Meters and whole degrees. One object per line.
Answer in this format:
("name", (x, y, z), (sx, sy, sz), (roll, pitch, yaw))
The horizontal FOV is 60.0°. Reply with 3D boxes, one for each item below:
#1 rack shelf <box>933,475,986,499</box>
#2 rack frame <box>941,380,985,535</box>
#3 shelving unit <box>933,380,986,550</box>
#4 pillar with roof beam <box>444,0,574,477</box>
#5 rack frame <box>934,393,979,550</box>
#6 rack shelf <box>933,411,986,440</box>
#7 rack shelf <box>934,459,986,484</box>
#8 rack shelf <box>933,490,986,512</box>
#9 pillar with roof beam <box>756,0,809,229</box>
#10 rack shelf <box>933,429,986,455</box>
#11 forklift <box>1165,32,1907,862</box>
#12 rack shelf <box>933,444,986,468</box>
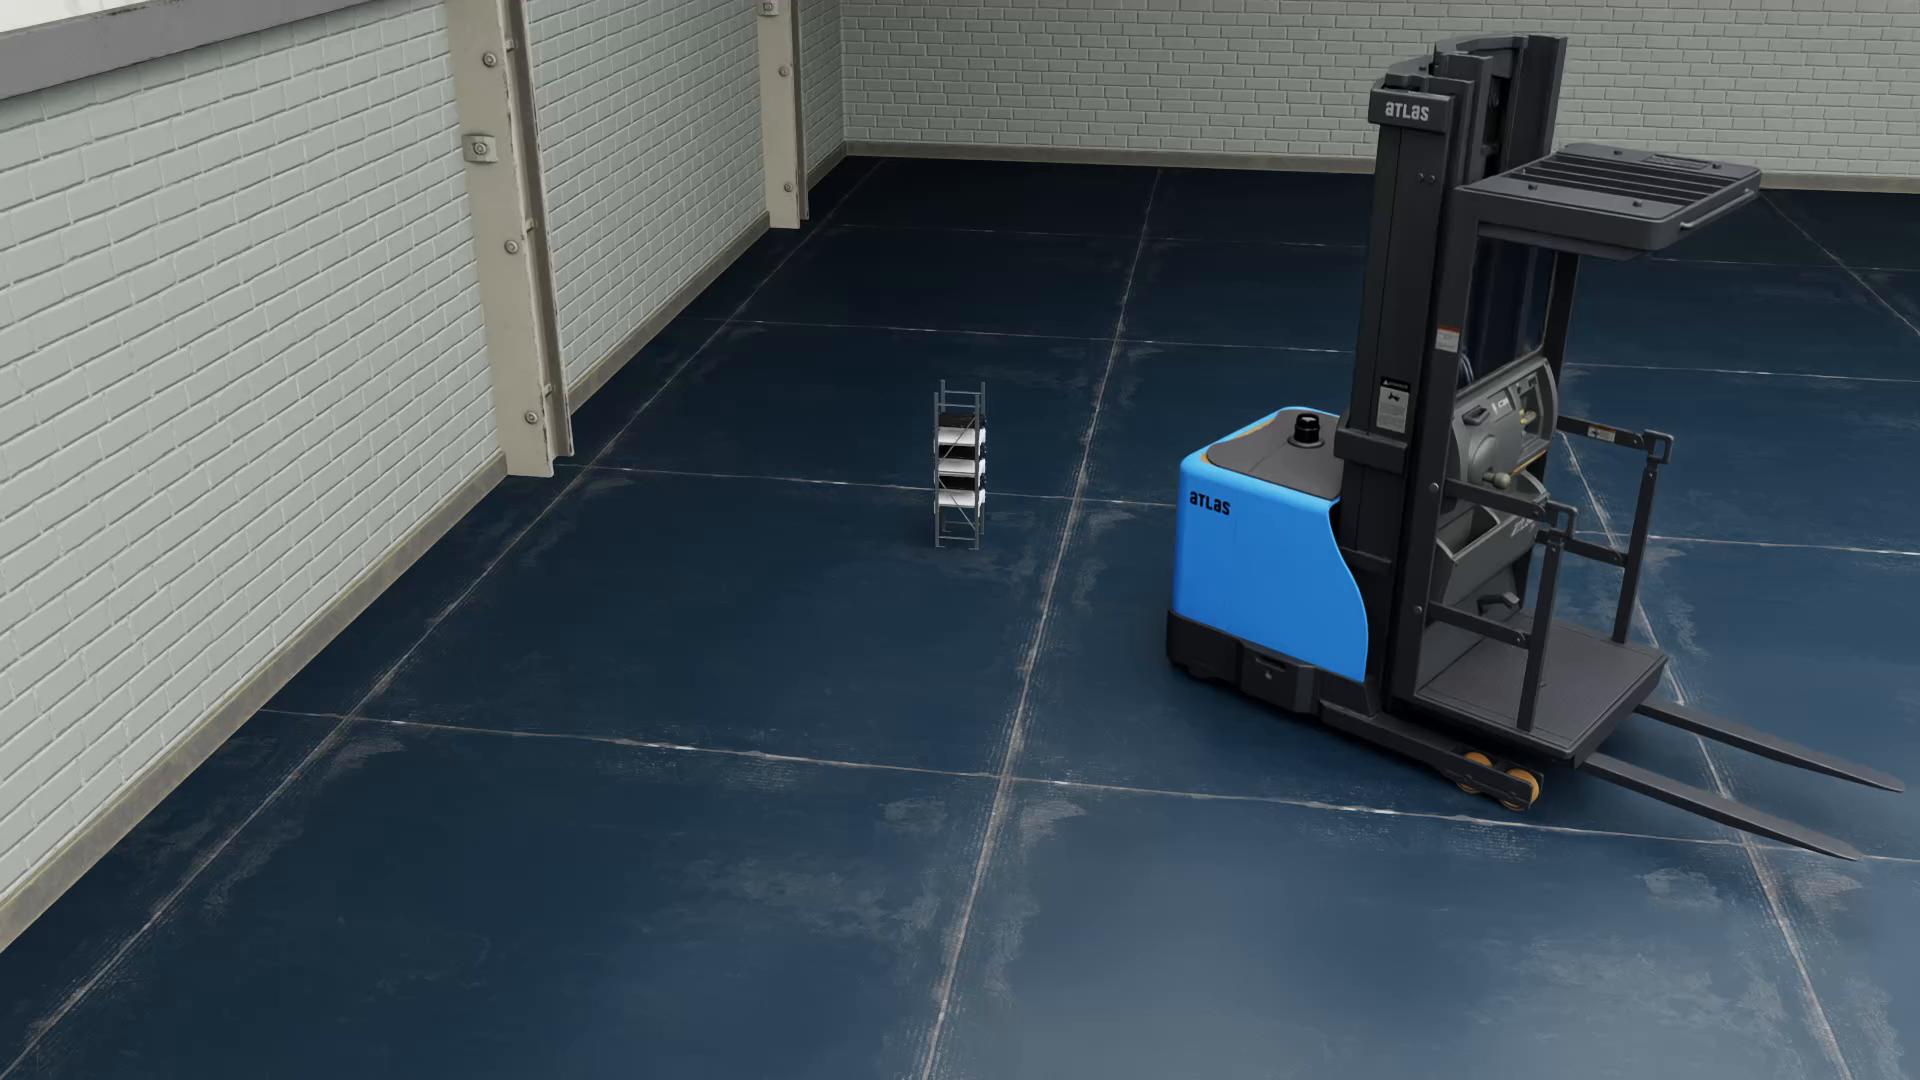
("rack shelf", (-0.001, -0.292, 9.104), (0.258, 0.077, 0.200), (4, 25, 9))
("rack frame", (0.015, -0.447, 9.143), (0.240, 0.900, 0.006), (4, 25, 9))
("shelving unit", (-0.001, -0.404, 9.052), (0.258, 0.900, 0.210), (4, 25, 9))
("pillar with roof beam", (1.650, -4.250, 7.714), (9.100, 9.000, 0.400), (4, 25, 9))
("rack frame", (-0.018, -0.362, 8.961), (0.240, 0.900, 0.006), (4, 25, 9))
("rack shelf", (-0.001, -0.619, 8.952), (0.258, 0.077, 0.200), (4, 25, 9))
("rack shelf", (-0.001, -0.374, 9.066), (0.258, 0.077, 0.200), (4, 25, 9))
("rack shelf", (-0.001, -0.211, 9.142), (0.258, 0.077, 0.200), (4, 25, 9))
("pillar with roof beam", (2.631, -6.759, 13.075), (9.100, 9.000, 0.400), (4, 25, 9))
("rack shelf", (-0.001, -0.537, 8.990), (0.258, 0.077, 0.200), (4, 25, 9))
("forklift", (2.420, -0.463, 6.783), (3.031, 2.935, 1.130), (20, 32, 37))
("rack shelf", (-0.001, -0.455, 9.028), (0.258, 0.077, 0.200), (4, 25, 9))
